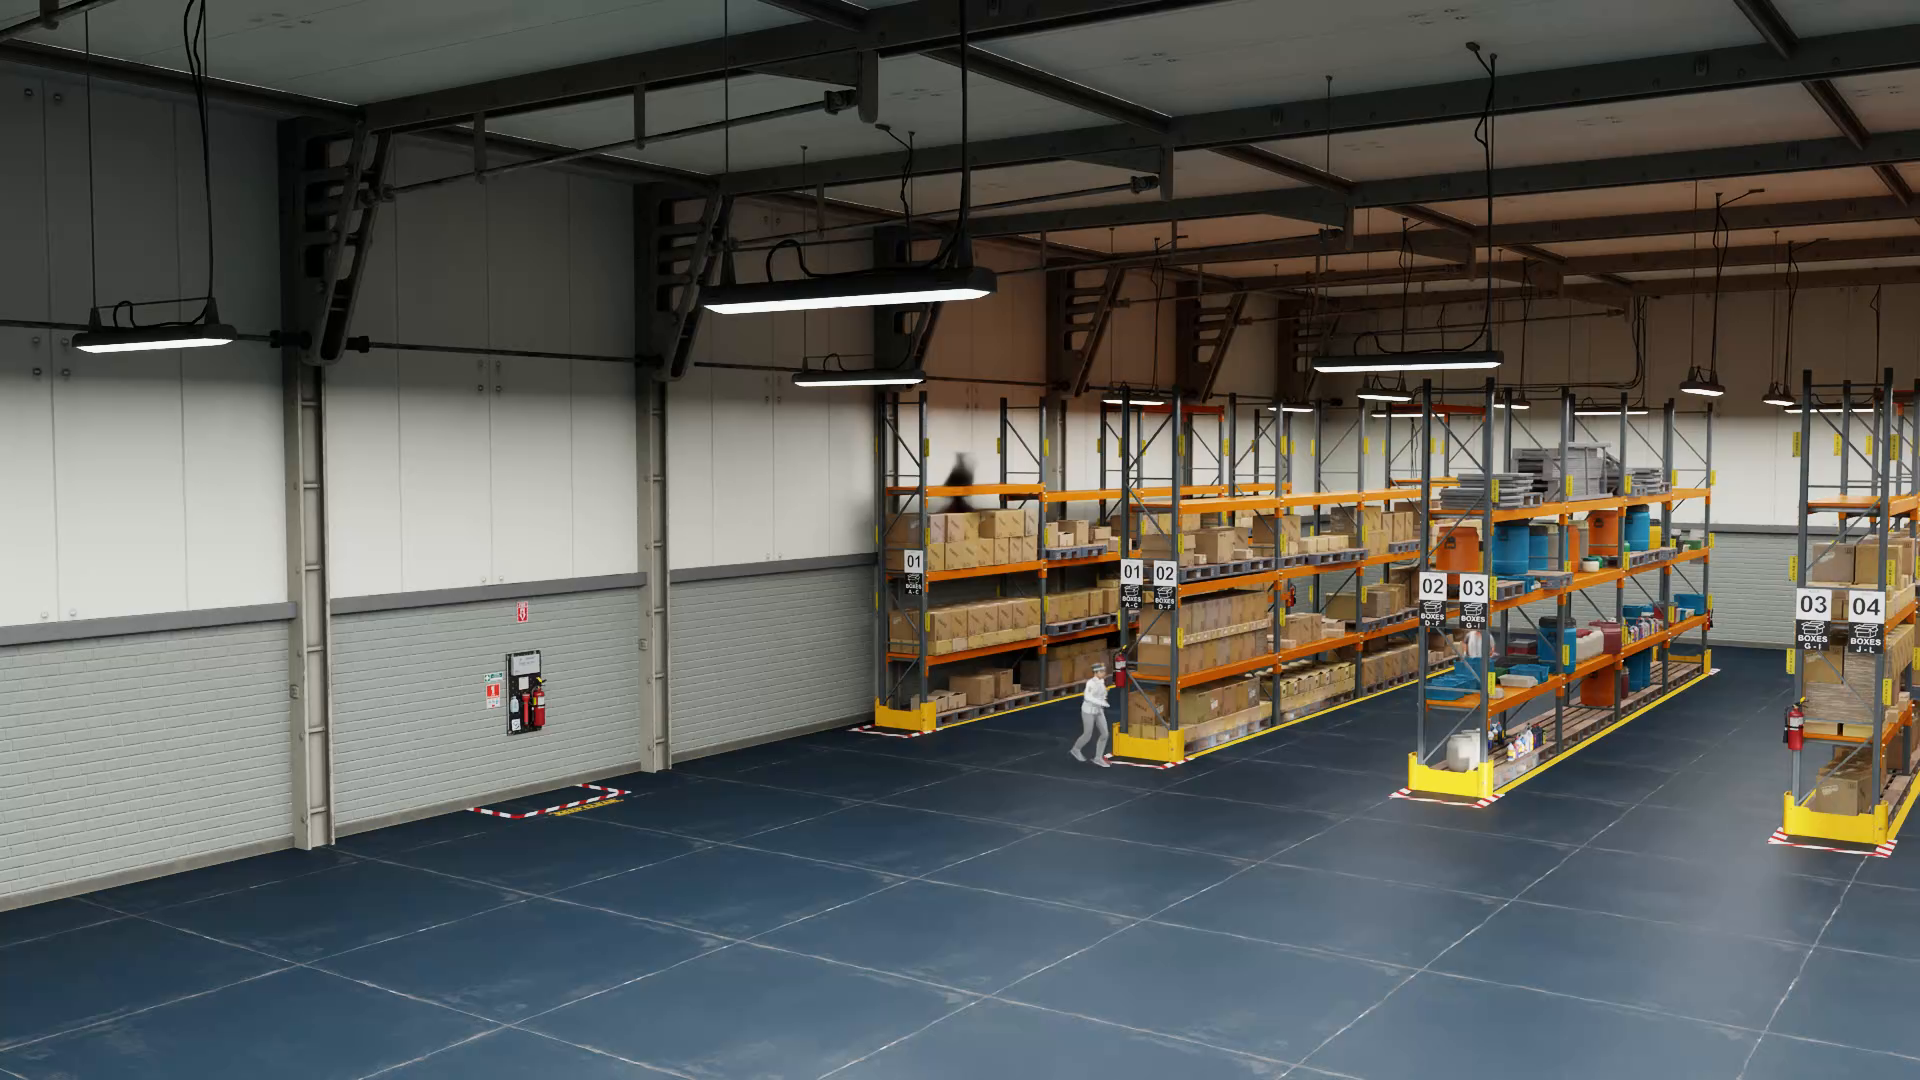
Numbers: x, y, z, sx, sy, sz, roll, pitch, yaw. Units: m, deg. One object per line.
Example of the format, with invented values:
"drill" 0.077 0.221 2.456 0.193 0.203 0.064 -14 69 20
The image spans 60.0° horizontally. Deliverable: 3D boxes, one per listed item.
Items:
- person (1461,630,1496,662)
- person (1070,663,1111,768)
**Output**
"person" 9.830 2.355 31.582 0.640 1.783 0.703 1 3 22
"person" 2.037 2.728 26.119 0.786 1.637 0.589 3 4 42
